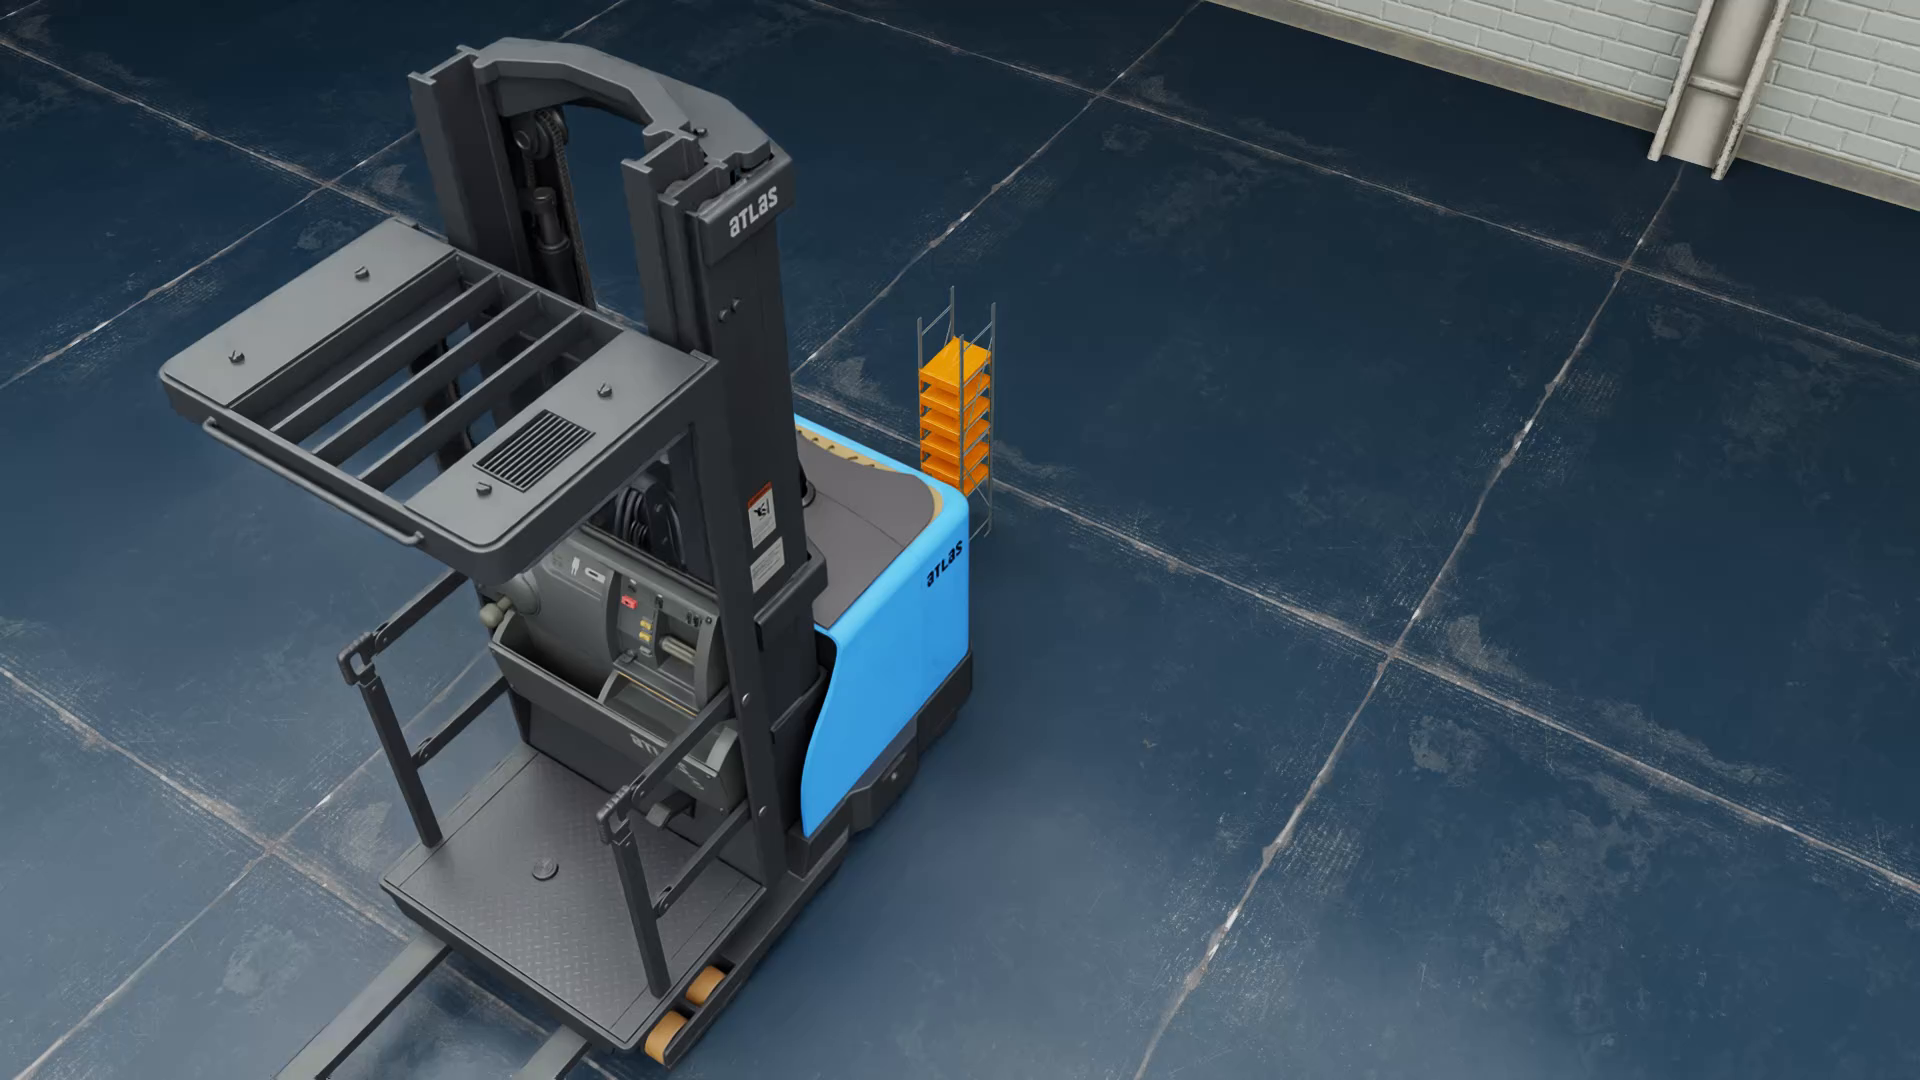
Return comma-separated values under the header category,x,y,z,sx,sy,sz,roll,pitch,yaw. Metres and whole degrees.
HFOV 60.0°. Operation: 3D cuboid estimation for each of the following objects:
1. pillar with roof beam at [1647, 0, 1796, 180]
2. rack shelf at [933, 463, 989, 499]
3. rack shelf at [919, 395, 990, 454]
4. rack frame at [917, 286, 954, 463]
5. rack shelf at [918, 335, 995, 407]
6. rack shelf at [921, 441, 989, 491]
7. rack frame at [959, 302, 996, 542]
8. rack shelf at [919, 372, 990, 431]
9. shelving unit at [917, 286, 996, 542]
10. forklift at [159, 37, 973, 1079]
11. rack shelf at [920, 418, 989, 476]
category,x,y,z,sx,sy,sz,roll,pitch,yaw
pillar with roof beam,1.632,-2.614,3.237,0.400,9.000,9.100,25,51,22
rack shelf,-0.012,-0.226,6.751,0.180,0.103,0.258,25,51,22
rack shelf,-0.012,-0.476,6.493,0.180,0.103,0.258,25,51,22
rack frame,-0.089,-0.459,6.581,0.006,1.200,0.240,25,51,22
rack shelf,-0.012,-0.644,6.321,0.180,0.103,0.258,25,51,22
rack shelf,-0.012,-0.309,6.665,0.180,0.103,0.258,25,51,22
rack frame,0.065,-0.388,6.513,0.006,1.200,0.240,25,51,22
rack shelf,-0.012,-0.560,6.407,0.180,0.103,0.258,25,51,22
shelving unit,-0.012,-0.424,6.547,0.189,1.200,0.258,25,51,22
forklift,-1.186,0.262,4.673,1.130,2.935,3.031,25,51,23
rack shelf,-0.012,-0.393,6.579,0.180,0.103,0.258,25,51,22
